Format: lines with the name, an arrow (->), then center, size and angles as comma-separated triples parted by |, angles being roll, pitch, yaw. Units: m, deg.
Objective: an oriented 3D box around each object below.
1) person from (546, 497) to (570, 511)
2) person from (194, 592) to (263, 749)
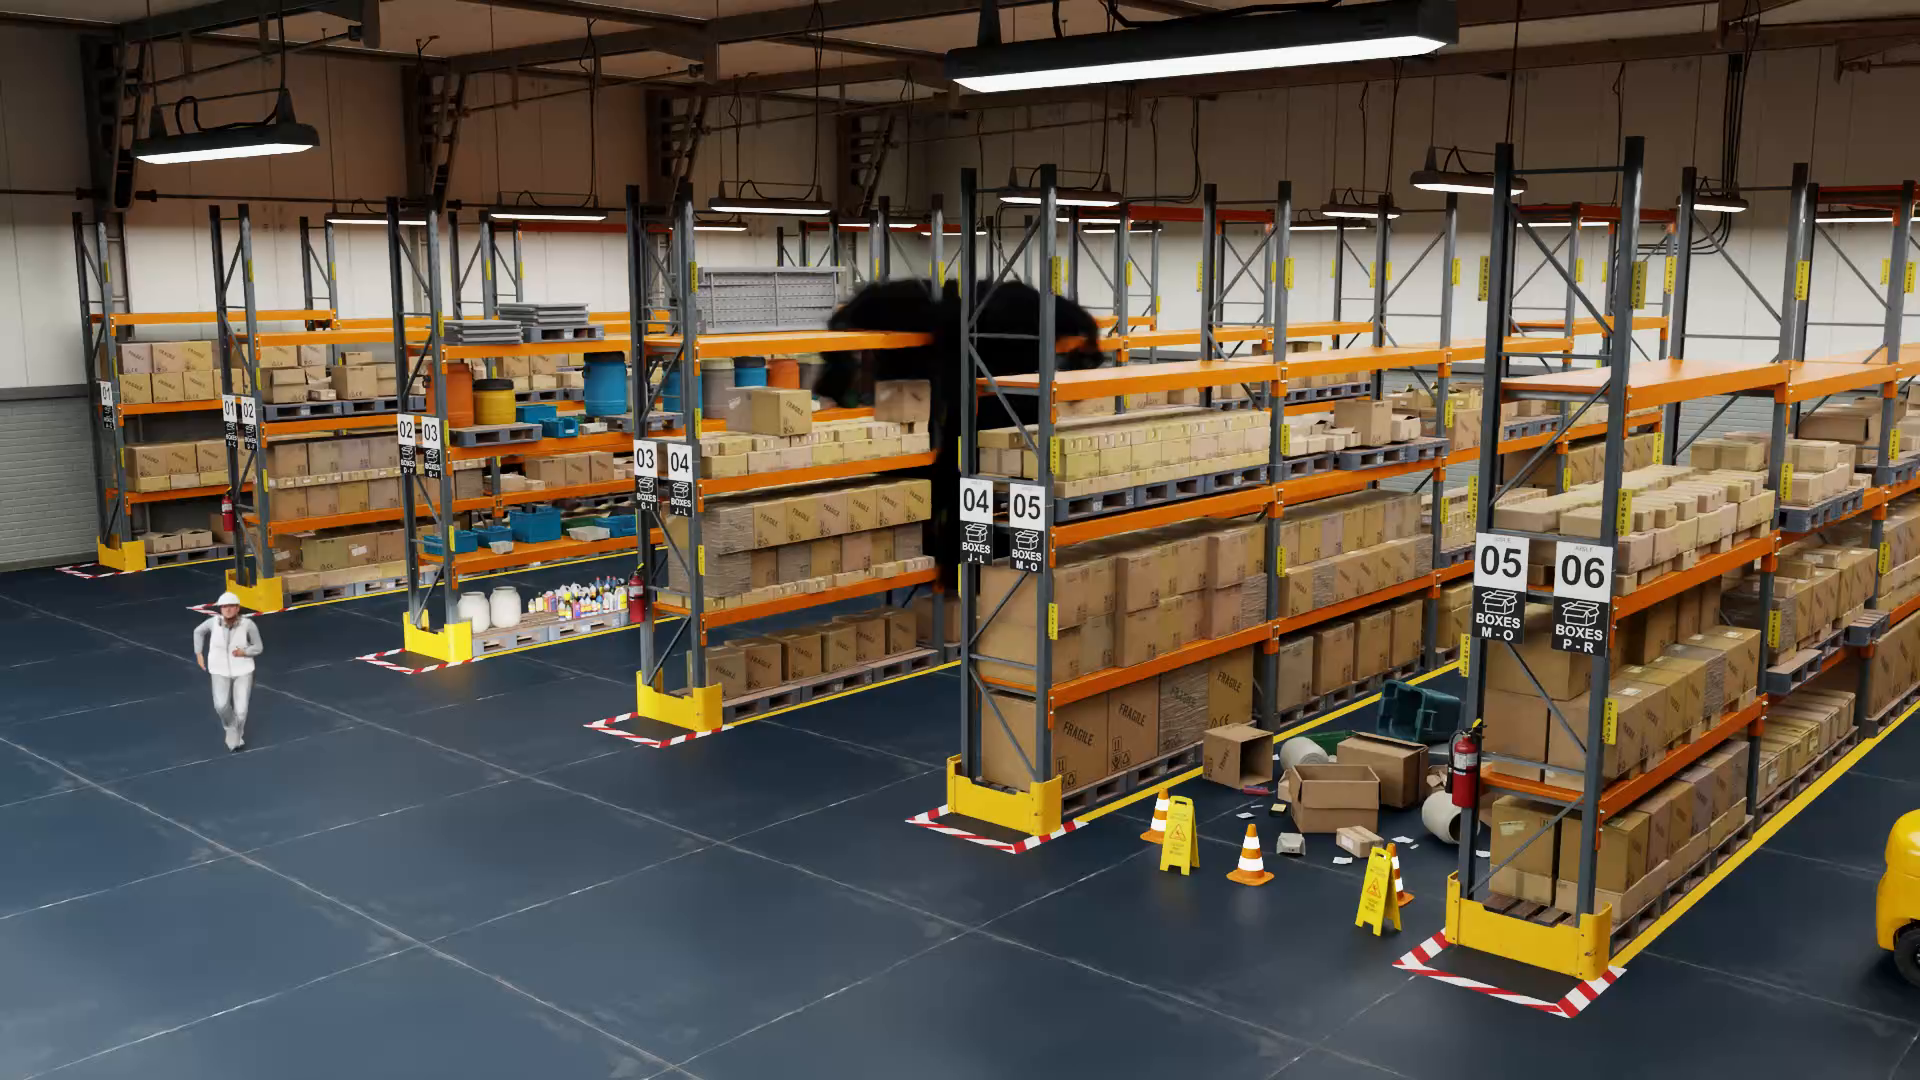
person -> -7.446, -0.759, 31.126 | 0.616, 1.625, 1.003 | 9, 13, 42
person -> -7.714, 1.393, 17.570 | 0.690, 1.723, 0.772 | -3, 10, -18
